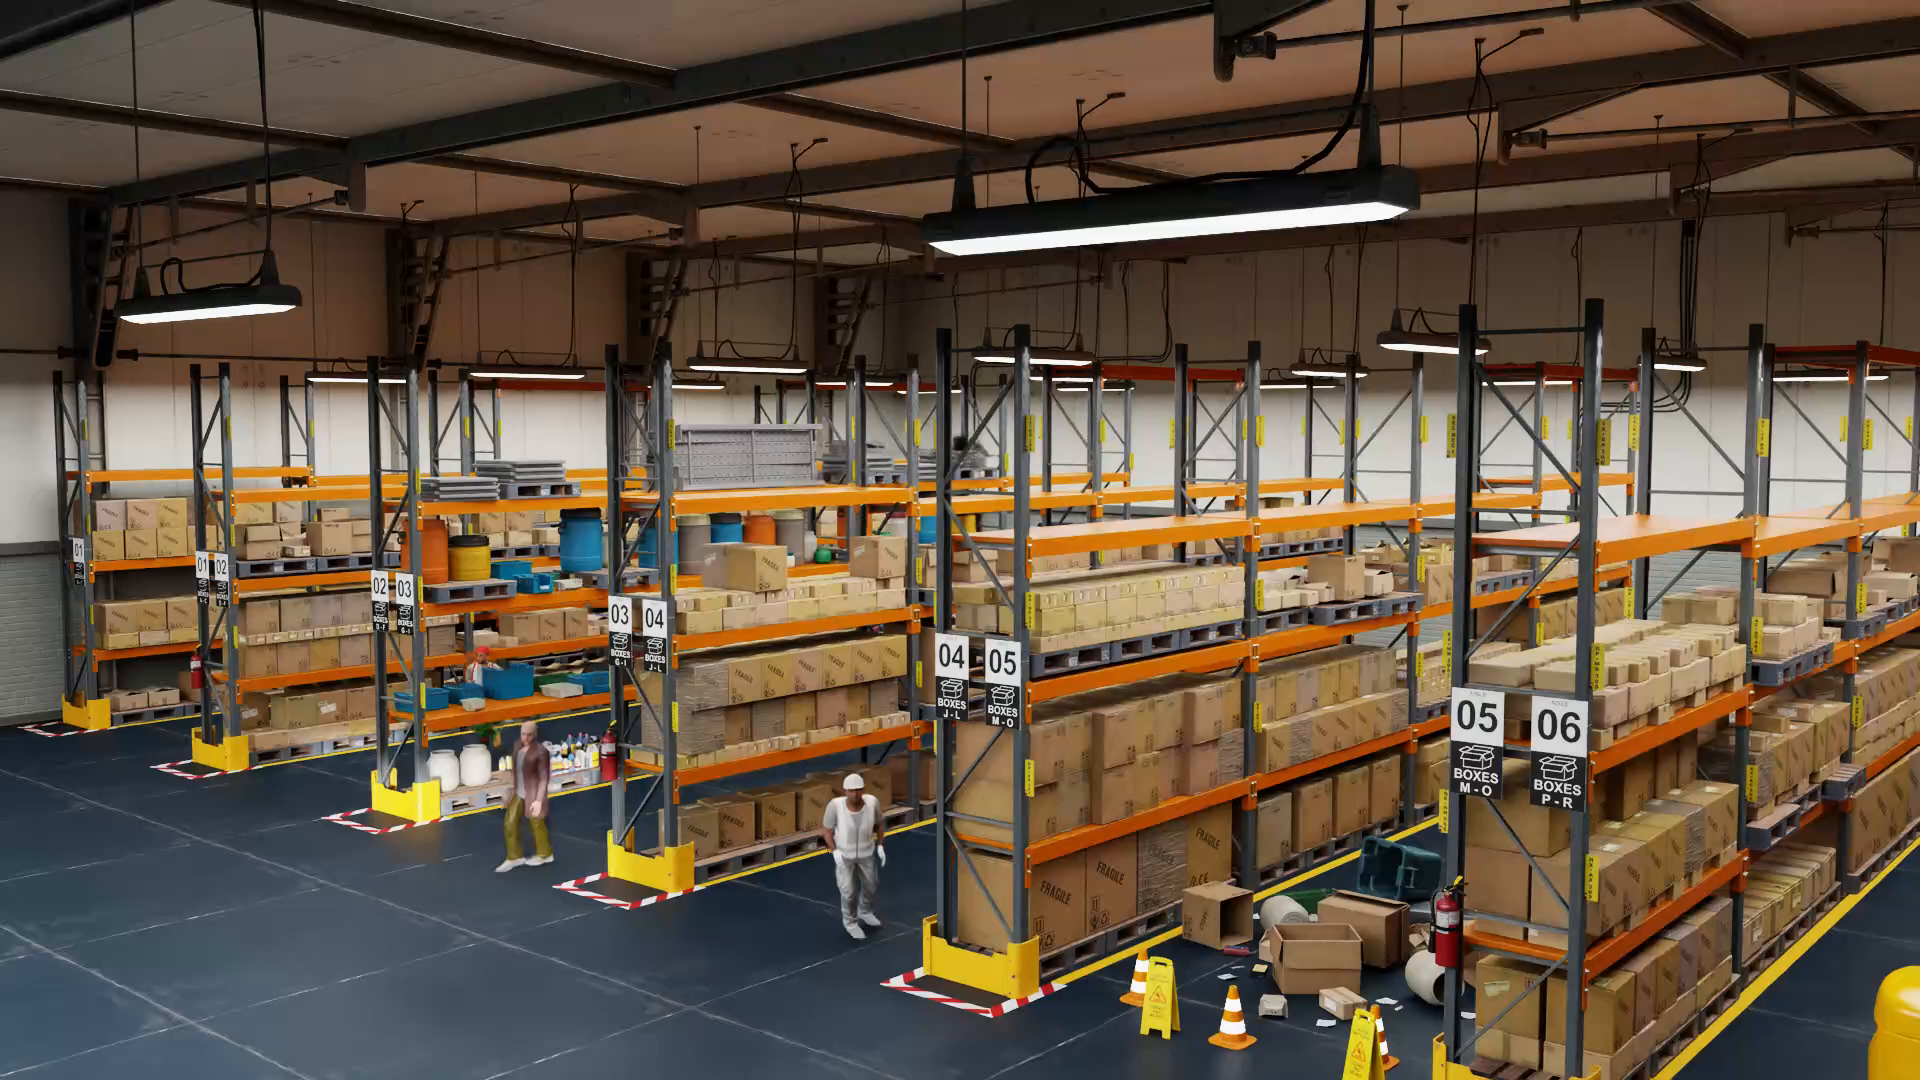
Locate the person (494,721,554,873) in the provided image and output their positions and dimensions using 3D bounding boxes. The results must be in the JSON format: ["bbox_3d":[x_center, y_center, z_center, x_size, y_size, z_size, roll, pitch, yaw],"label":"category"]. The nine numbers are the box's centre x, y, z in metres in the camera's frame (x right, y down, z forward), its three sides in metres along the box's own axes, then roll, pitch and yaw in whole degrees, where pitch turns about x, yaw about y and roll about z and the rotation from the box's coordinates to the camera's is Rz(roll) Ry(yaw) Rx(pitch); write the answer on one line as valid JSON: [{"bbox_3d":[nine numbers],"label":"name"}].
[{"bbox_3d":[-4.907,2.924,19.072,0.682,1.784,0.631,2,5,26],"label":"person"}]

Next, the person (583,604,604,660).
[{"bbox_3d":[-7.458,2.001,33.626,0.610,1.487,0.815,1,4,18],"label":"person"}]

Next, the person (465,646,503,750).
[{"bbox_3d":[-7.272,2.462,25.579,0.651,1.734,0.627,1,4,13],"label":"person"}]

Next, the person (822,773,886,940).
[{"bbox_3d":[-1.064,3.121,16.565,0.660,1.711,0.789,-1,4,-17],"label":"person"}]
